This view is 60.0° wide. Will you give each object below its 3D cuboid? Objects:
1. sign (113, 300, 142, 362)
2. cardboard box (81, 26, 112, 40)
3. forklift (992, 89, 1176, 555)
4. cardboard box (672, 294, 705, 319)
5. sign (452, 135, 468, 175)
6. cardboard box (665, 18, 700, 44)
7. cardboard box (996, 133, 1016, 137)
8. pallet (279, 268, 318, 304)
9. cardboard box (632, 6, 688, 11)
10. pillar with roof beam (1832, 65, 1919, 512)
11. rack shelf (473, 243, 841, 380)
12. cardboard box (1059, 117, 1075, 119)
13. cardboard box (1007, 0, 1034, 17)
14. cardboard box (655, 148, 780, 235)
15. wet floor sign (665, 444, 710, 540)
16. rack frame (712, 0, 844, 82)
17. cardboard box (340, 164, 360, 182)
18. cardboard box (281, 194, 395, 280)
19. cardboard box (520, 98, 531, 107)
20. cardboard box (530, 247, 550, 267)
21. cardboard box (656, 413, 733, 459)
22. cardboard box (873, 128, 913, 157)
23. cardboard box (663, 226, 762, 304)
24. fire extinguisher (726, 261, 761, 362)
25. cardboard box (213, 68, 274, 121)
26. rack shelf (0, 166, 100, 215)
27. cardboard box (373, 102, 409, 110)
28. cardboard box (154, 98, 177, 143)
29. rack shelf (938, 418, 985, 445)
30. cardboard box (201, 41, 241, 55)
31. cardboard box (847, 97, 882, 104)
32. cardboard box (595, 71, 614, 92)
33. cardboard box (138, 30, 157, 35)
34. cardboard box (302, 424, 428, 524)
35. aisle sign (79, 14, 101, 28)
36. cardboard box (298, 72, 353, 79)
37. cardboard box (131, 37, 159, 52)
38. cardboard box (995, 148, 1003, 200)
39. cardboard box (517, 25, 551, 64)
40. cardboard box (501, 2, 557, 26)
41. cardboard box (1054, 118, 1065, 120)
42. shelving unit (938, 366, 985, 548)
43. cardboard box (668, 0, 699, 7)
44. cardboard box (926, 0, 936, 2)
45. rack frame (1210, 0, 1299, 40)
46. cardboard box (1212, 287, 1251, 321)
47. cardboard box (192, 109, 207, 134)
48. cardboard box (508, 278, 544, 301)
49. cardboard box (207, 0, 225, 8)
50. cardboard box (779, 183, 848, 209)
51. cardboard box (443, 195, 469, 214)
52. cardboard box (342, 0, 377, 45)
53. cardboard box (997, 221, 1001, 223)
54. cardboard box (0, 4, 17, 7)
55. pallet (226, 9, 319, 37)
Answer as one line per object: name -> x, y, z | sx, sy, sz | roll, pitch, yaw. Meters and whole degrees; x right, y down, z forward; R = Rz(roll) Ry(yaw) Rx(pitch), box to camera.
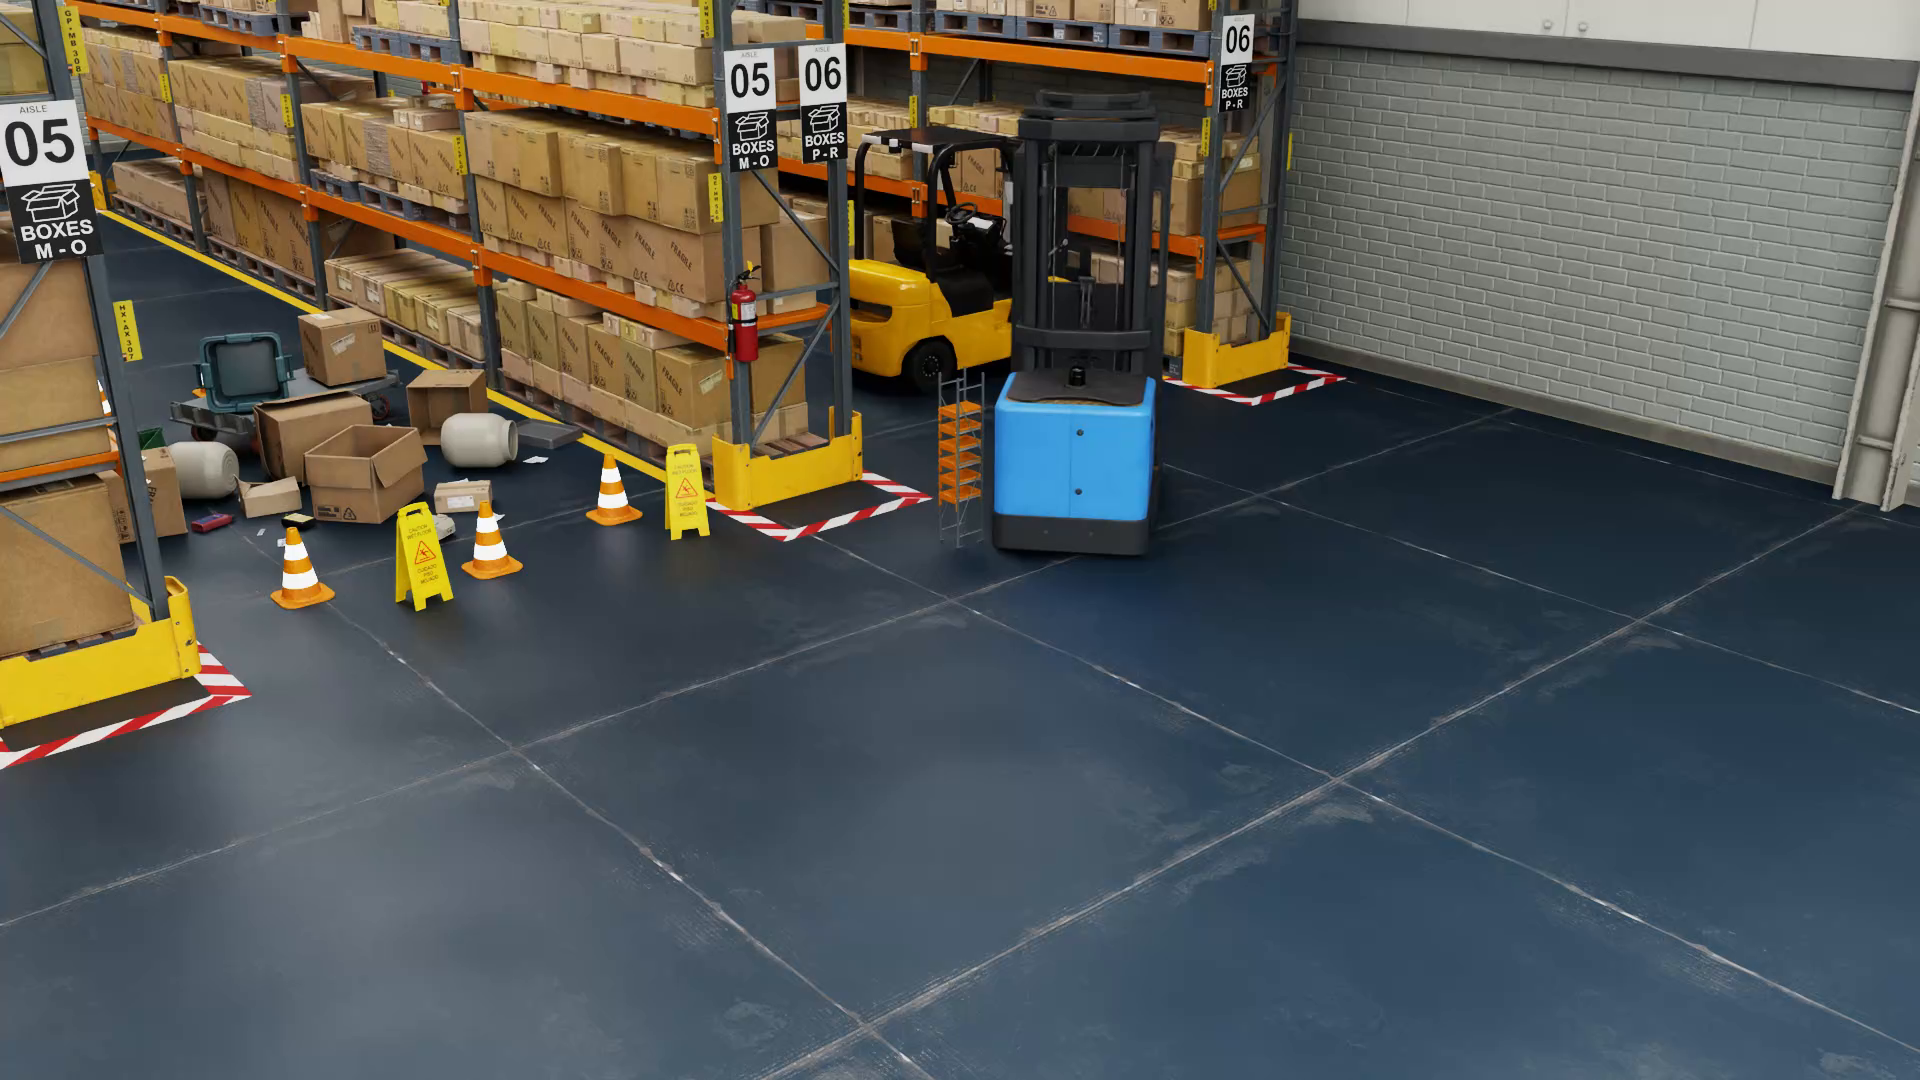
sign -> -4.480, -1.123, 8.943 | 0.100, 0.325, 0.005 | -17, 27, -37
cardboard box -> -11.643, -6.830, 22.411 | 0.380, 0.149, 0.250 | -17, 27, -36
forklift -> 0.947, -1.764, 11.969 | 1.130, 2.935, 3.031 | 3, 22, 8
cardboard box -> -1.876, -1.738, 12.153 | 0.380, 0.149, 0.250 | -18, 28, -38
sign -> -4.250, -3.270, 14.133 | 0.100, 0.325, 0.005 | -17, 27, -37
cardboard box -> -1.804, -3.514, 11.480 | 0.380, 0.149, 0.250 | -17, 27, -37
cardboard box -> 0.572, -3.950, 16.429 | 0.380, 0.149, 0.250 | -18, 28, -38
pallet -> -6.900, -2.907, 18.616 | 1.003, 0.211, 1.213 | -17, 27, -37
cardboard box -> -2.268, -3.985, 12.683 | 0.380, 0.149, 0.250 | -17, 27, -36
pillar with roof beam -> 3.421, -3.460, 7.978 | 9.100, 9.000, 0.400 | -17, 27, -37
rack shelf -> -2.526, -1.977, 13.404 | 1.077, 0.370, 4.000 | -17, 27, -37
cardboard box -> 1.175, -4.156, 16.548 | 0.380, 0.149, 0.250 | -18, 28, -38
cardboard box -> 0.665, -5.141, 15.855 | 0.396, 0.266, 0.258 | -18, 28, -39
cardboard box -> -1.719, -2.499, 11.835 | 0.700, 0.500, 0.500 | -18, 28, -39
wet floor sign -> -1.907, -0.356, 11.507 | 0.267, 0.644, 0.232 | -8, 23, -19
rack frame -> -1.221, -4.553, 10.768 | 1.000, 3.000, 0.127 | -17, 27, -37
cardboard box -> -5.905, -3.660, 16.485 | 0.380, 0.149, 0.250 | -17, 27, -37
cardboard box -> -6.830, -3.386, 18.354 | 0.875, 0.875, 0.875 | -18, 28, -38
cardboard box -> -6.069, -6.301, 23.803 | 0.380, 0.149, 0.250 | -17, 27, -36
cardboard box -> -3.333, -2.384, 13.802 | 0.380, 0.149, 0.250 | -16, 27, -36
cardboard box -> -1.968, -0.840, 12.711 | 0.500, 0.250, 0.500 | -18, 27, -38
cardboard box -> -0.588, -4.285, 17.831 | 0.500, 0.250, 0.500 | -18, 28, -39
cardboard box -> -1.784, -2.029, 12.005 | 0.500, 0.500, 0.500 | -18, 28, -38
fire extinguisher -> -1.495, -1.582, 11.516 | 0.296, 0.674, 0.183 | -17, 27, -37
cardboard box -> -7.963, -4.982, 18.583 | 0.500, 0.500, 0.500 | -18, 28, -38
rack shelf -> -6.210, -2.167, 9.778 | 1.077, 0.370, 4.000 | -17, 27, -37
cardboard box -> -5.589, -4.150, 16.847 | 0.500, 0.500, 0.500 | -18, 28, -38
cardboard box -> -9.550, -5.188, 20.481 | 0.500, 0.500, 0.500 | -17, 27, -37
rack shelf -> 0.009, -0.737, 11.184 | 0.258, 0.103, 0.180 | -17, 27, -37
cardboard box -> -9.063, -6.038, 20.389 | 0.380, 0.149, 0.250 | -18, 28, -38
cardboard box -> -1.100, -4.976, 19.049 | 0.380, 0.149, 0.250 | -17, 27, -37
cardboard box -> -2.480, -3.431, 12.363 | 0.380, 0.149, 0.250 | -18, 28, -39
cardboard box -> -10.612, -6.658, 21.973 | 0.380, 0.149, 0.250 | -18, 28, -38
cardboard box -> -4.285, -0.479, 12.018 | 0.637, 0.503, 0.797 | 3, 22, 9
aisle sign -> -11.931, -7.341, 22.549 | 0.394, 0.787, 0.004 | -17, 27, -37
cardboard box -> -6.910, -4.811, 18.146 | 0.500, 0.500, 0.500 | -17, 27, -37
cardboard box -> -10.110, -6.194, 20.788 | 0.380, 0.149, 0.250 | -18, 27, -38
cardboard box -> 0.702, -3.629, 16.500 | 0.500, 0.500, 0.500 | -18, 28, -38
cardboard box -> -3.091, -3.861, 12.914 | 0.500, 0.250, 0.500 | -17, 27, -37
cardboard box -> -3.365, -4.132, 13.058 | 0.380, 0.149, 0.250 | -18, 27, -38
cardboard box -> 0.811, -4.038, 16.247 | 0.380, 0.149, 0.250 | -18, 27, -38
shelving unit -> 0.009, -0.555, 11.255 | 0.258, 1.200, 0.189 | -17, 27, -37
cardboard box -> -3.204, -6.563, 20.220 | 0.500, 0.250, 0.500 | -19, 28, -39
cardboard box -> -0.479, -5.850, 17.826 | 0.380, 0.149, 0.250 | -17, 27, -37
rack frame -> 2.537, -5.735, 13.788 | 1.000, 3.000, 0.127 | -17, 27, -37
cardboard box -> 2.388, -2.269, 15.674 | 0.500, 0.250, 0.500 | -17, 27, -36
cardboard box -> -8.618, -4.911, 19.431 | 0.500, 0.250, 0.500 | -17, 27, -37
cardboard box -> -3.615, -2.155, 14.149 | 0.380, 0.149, 0.250 | -17, 27, -37
cardboard box -> -7.813, -6.026, 17.931 | 0.500, 0.500, 0.500 | -17, 27, -37
cardboard box -> -1.855, -3.888, 19.977 | 0.875, 0.625, 0.625 | -16, 27, -36
cardboard box -> -4.376, -3.019, 14.848 | 0.380, 0.149, 0.250 | -17, 27, -37
cardboard box -> -5.425, -5.000, 15.881 | 0.797, 0.503, 0.637 | -17, 27, -37
cardboard box -> 0.736, -3.201, 17.368 | 0.500, 0.250, 0.500 | -18, 28, -38
cardboard box -> -5.211, -2.754, 8.828 | 0.380, 0.149, 0.250 | -18, 28, -38
pallet -> -6.903, -5.443, 17.415 | 1.213, 0.211, 1.003 | -16, 26, -35
